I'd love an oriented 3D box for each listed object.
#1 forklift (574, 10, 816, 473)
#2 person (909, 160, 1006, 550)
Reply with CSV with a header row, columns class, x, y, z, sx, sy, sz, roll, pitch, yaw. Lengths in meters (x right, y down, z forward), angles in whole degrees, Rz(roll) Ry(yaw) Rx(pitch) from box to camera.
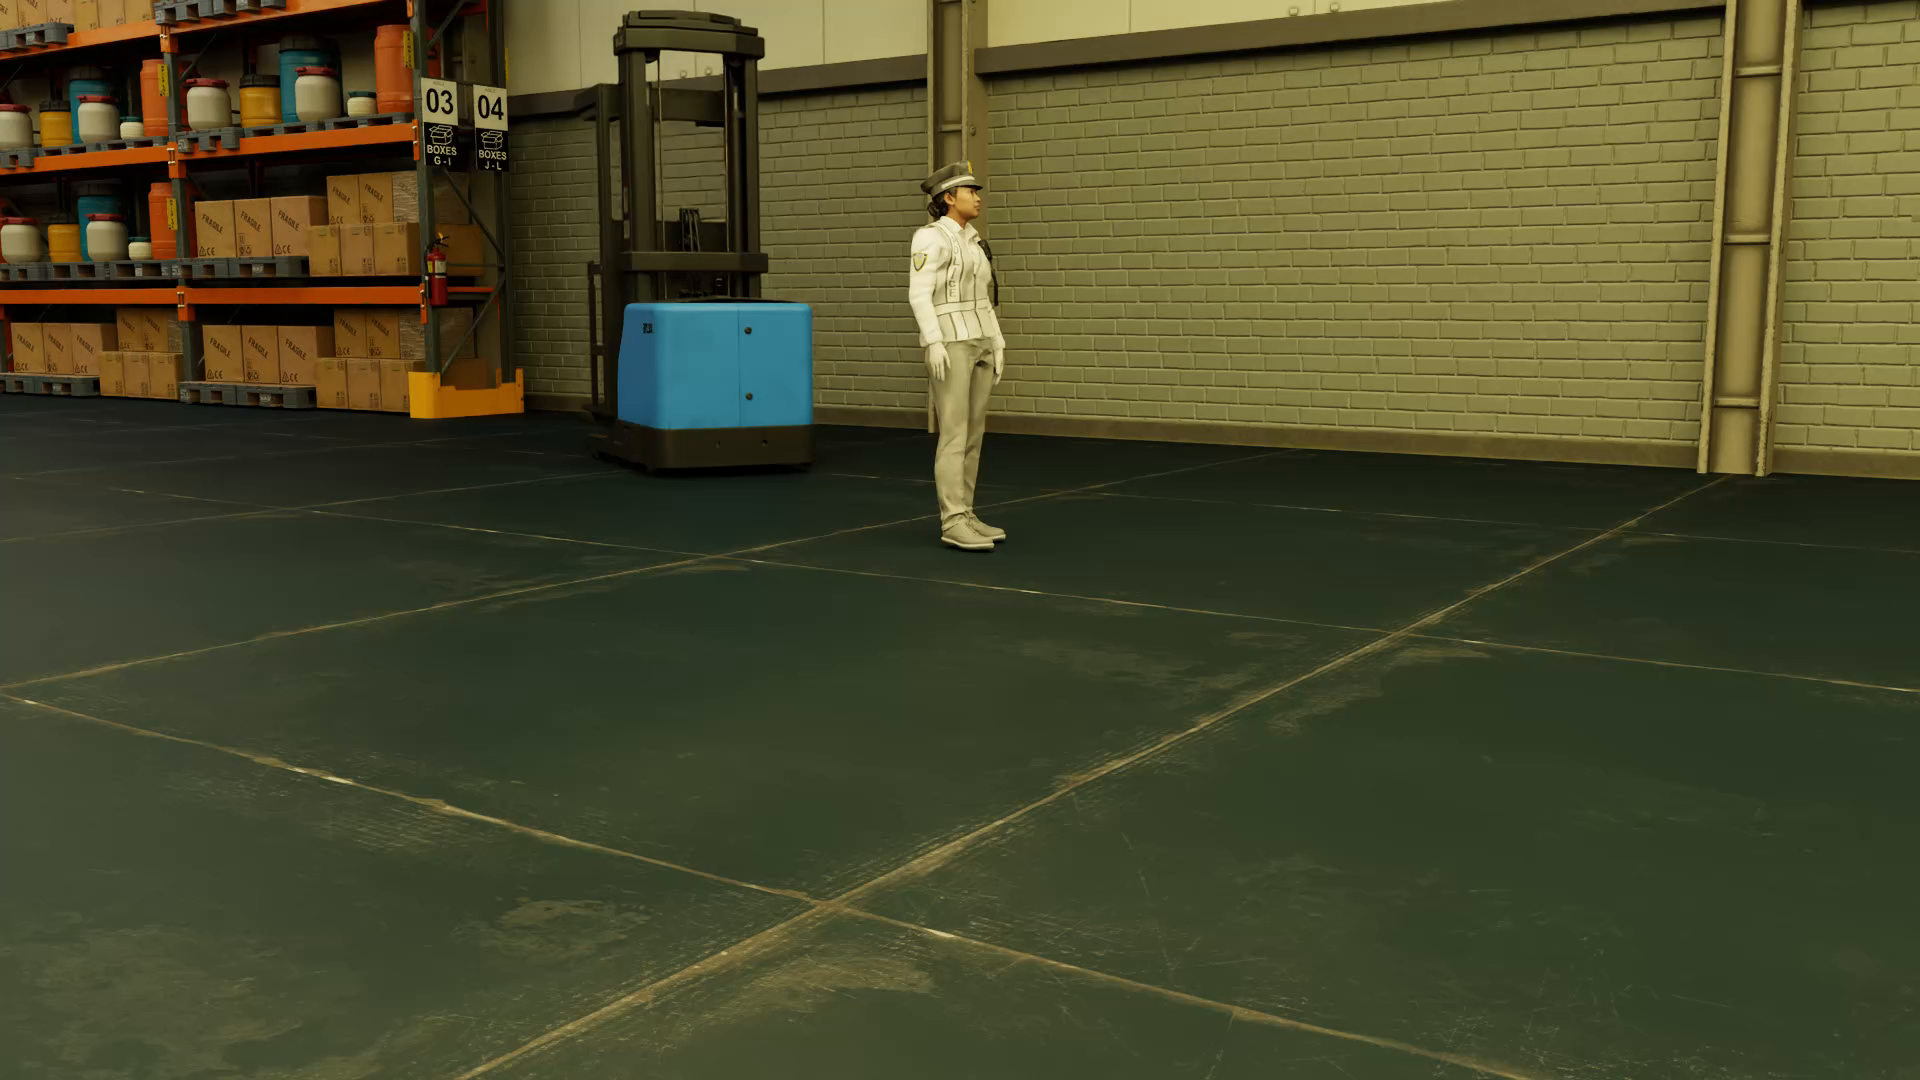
class,x,y,z,sx,sy,sz,roll,pitch,yaw
forklift,-2.002,-2.034,11.499,1.130,2.935,3.031,-4,9,-25
person,0.052,-0.840,7.441,0.533,1.696,0.588,5,10,34
